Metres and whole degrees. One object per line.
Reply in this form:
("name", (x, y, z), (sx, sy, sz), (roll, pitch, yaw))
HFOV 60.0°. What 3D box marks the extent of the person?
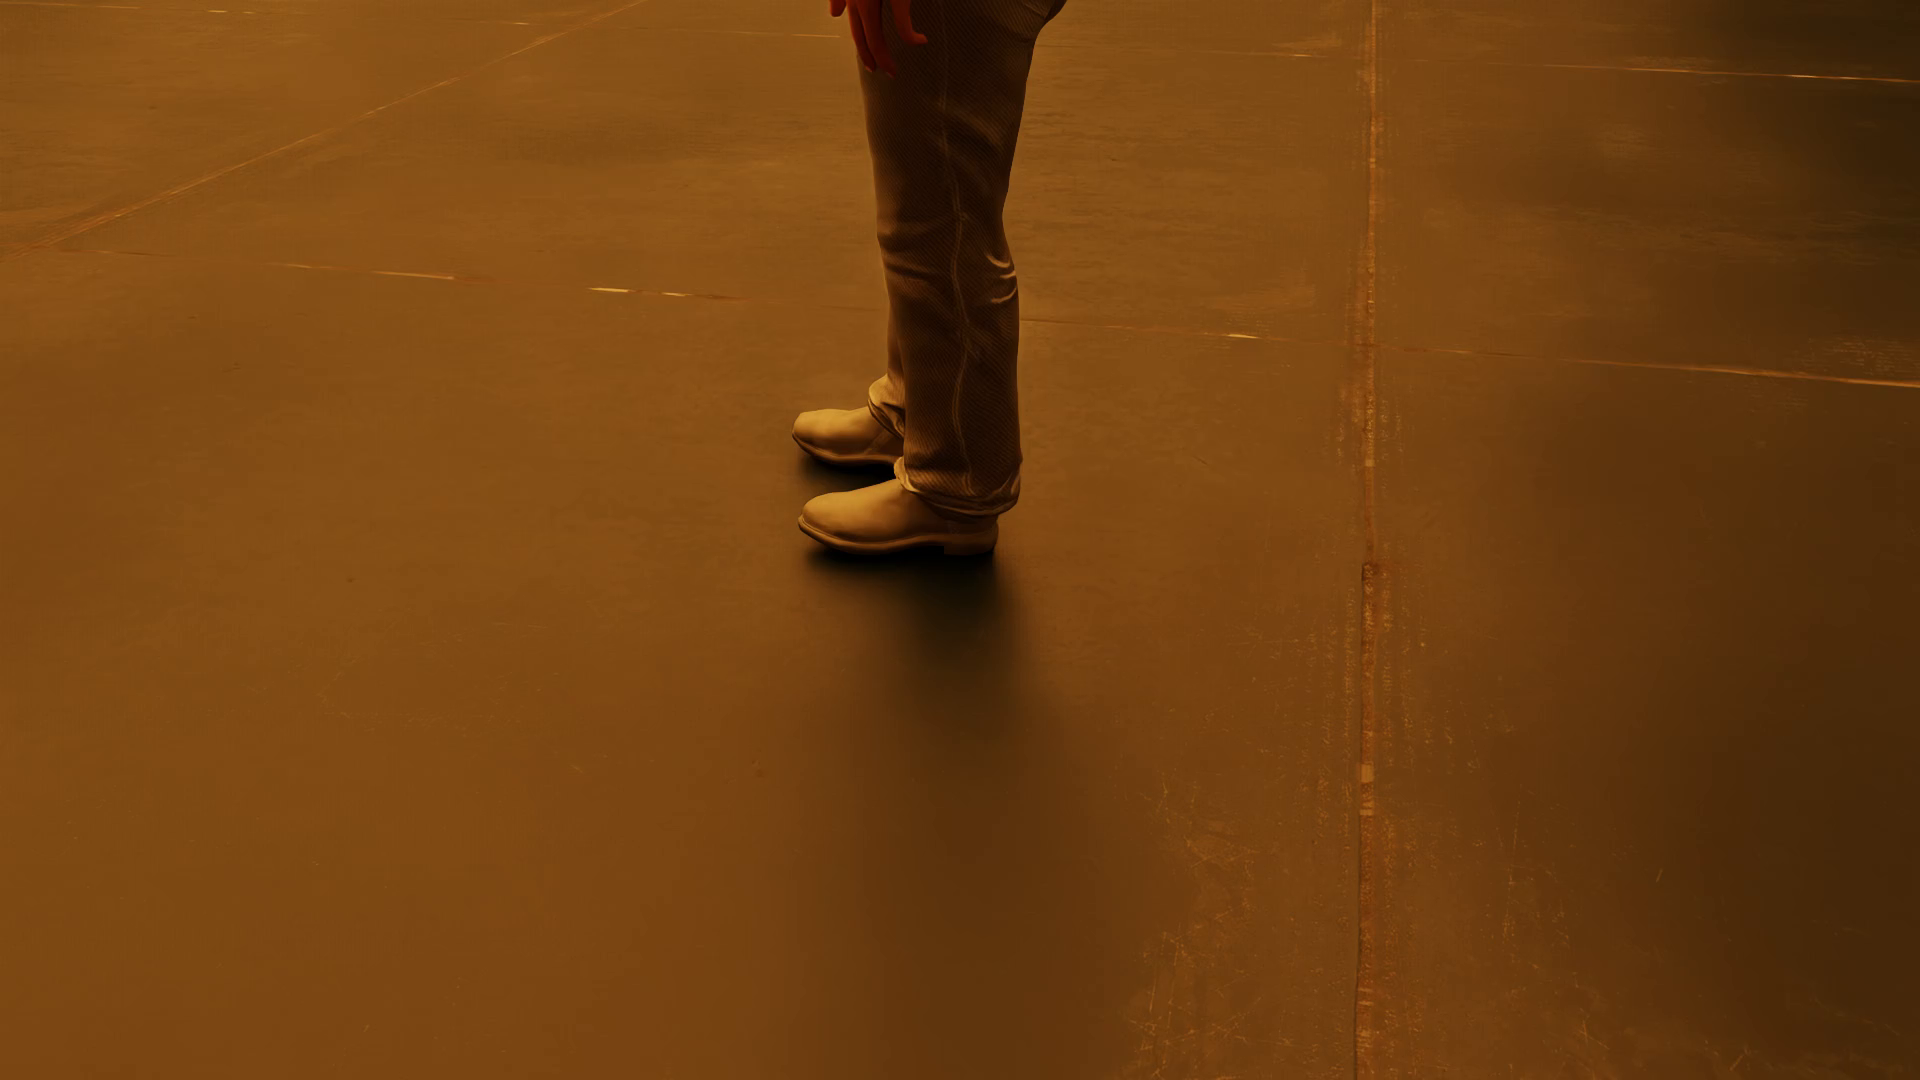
("person", (-0.060, -0.808, 2.116), (0.565, 1.776, 0.634), (6, 27, 11))
